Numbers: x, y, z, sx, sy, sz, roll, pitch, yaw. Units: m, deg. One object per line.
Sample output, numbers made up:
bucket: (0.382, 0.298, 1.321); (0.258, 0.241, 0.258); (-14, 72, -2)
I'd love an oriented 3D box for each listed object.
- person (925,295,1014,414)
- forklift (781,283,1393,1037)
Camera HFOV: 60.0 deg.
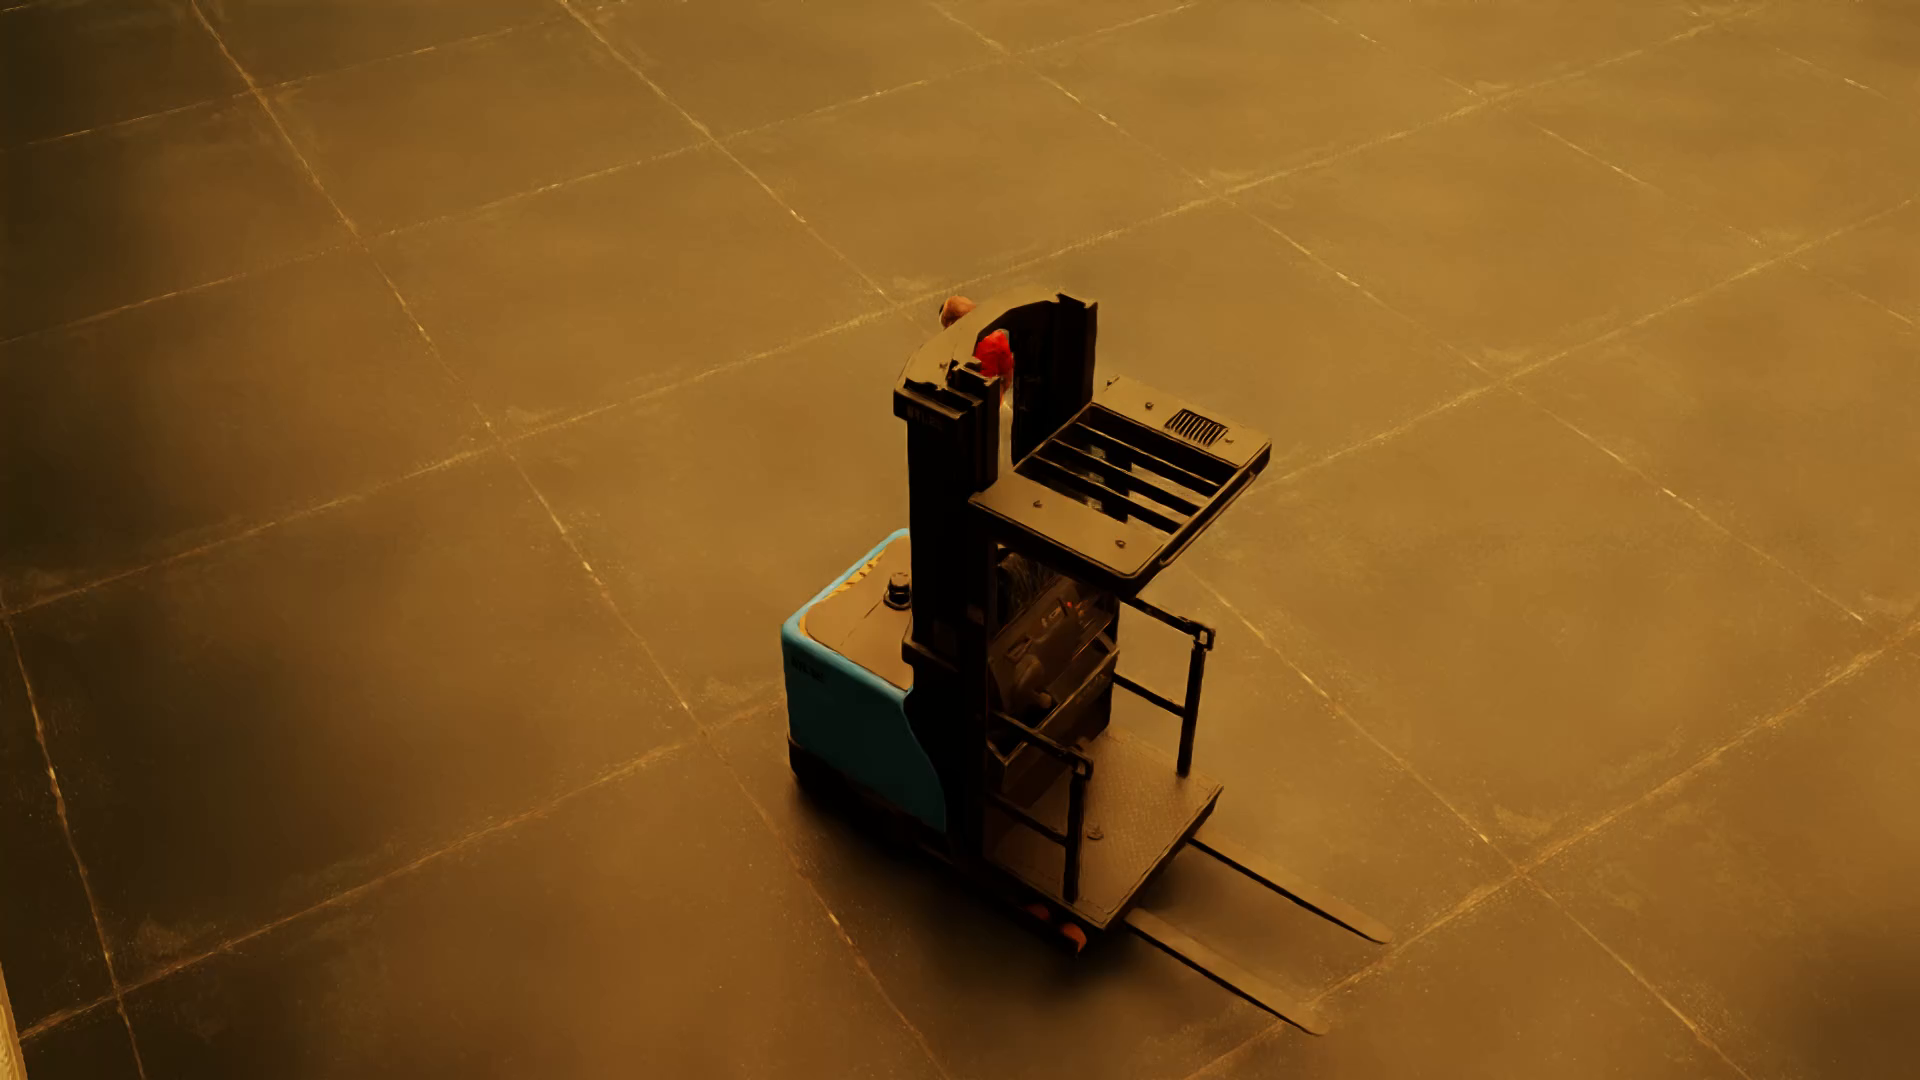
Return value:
person: (-0.038, -0.740, 9.560); (0.640, 1.726, 0.550); (-23, 46, -24)
forklift: (0.596, 0.458, 7.347); (3.031, 2.935, 1.130); (27, 48, 27)
